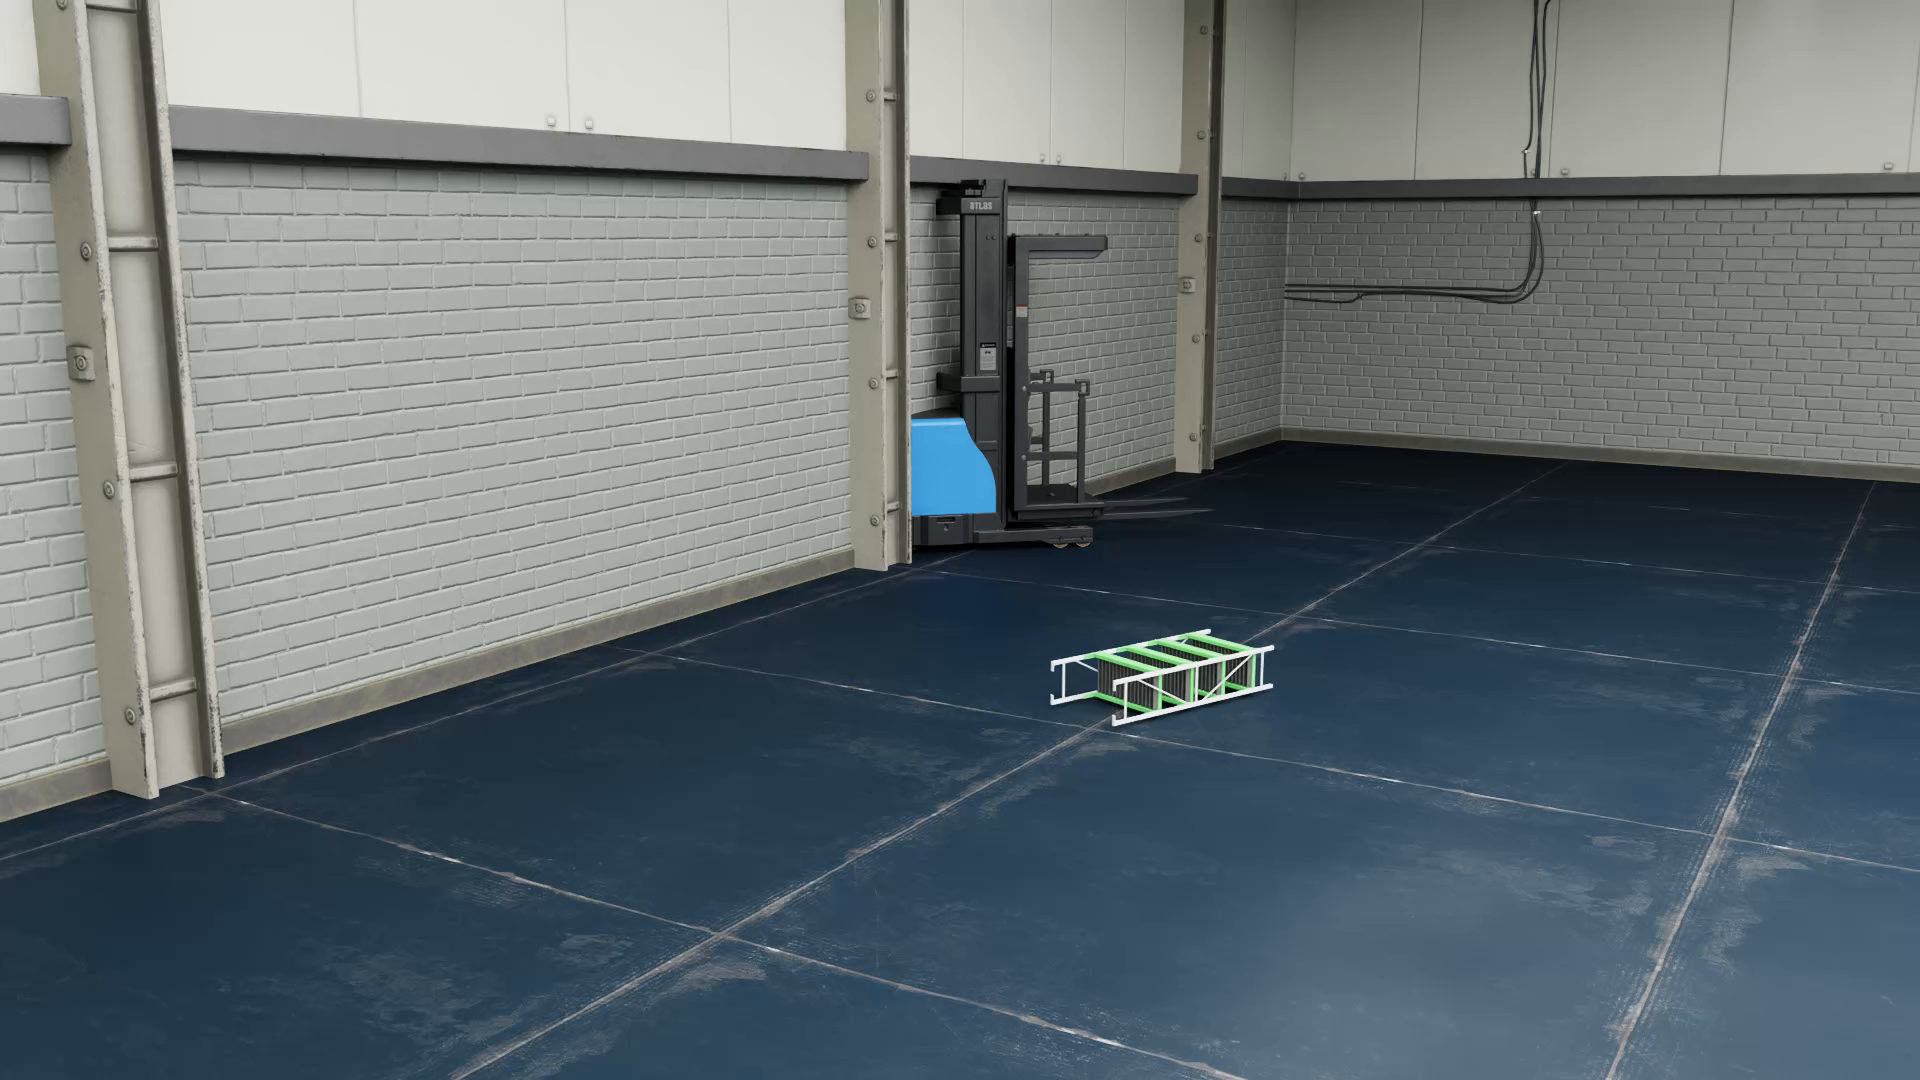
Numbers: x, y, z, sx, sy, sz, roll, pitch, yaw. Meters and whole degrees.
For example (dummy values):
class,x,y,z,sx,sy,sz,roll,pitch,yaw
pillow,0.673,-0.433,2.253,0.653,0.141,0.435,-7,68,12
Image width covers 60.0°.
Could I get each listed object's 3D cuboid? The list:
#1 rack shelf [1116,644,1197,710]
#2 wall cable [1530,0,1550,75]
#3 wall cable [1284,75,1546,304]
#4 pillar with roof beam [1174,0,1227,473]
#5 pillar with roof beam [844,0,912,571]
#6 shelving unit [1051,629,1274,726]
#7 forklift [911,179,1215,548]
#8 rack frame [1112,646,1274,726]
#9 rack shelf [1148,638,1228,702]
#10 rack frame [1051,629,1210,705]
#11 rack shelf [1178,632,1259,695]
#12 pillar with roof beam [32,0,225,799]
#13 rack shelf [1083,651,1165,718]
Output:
class,x,y,z,sx,sy,sz,roll,pitch,yaw
rack shelf,1.068,0.747,9.080,0.148,0.258,0.480,-8,13,-37
wall cable,7.482,-6.211,17.303,3.097,2.526,0.112,6,12,31
wall cable,5.170,-3.987,19.148,3.097,2.526,0.112,6,12,31
pillar with roof beam,6.189,-4.765,14.865,9.100,9.000,0.400,6,12,31
pillar with roof beam,3.074,-3.821,9.825,9.100,9.000,0.400,6,12,31
shelving unit,1.119,0.740,9.119,1.200,0.258,0.503,-8,13,-37
forklift,0.606,-1.468,13.745,3.031,2.935,1.130,-3,11,-14
rack frame,1.267,0.775,8.928,1.200,0.240,0.015,-8,13,-37
rack shelf,1.259,0.720,9.224,0.148,0.258,0.480,-8,13,-37
rack frame,0.970,0.704,9.309,1.200,0.240,0.015,-8,13,-37
rack shelf,1.449,0.693,9.368,0.148,0.258,0.480,-8,13,-37
pillar with roof beam,-0.041,-2.878,4.784,9.100,9.000,0.400,6,12,31
rack shelf,0.878,0.774,8.937,0.148,0.258,0.480,-8,13,-37
